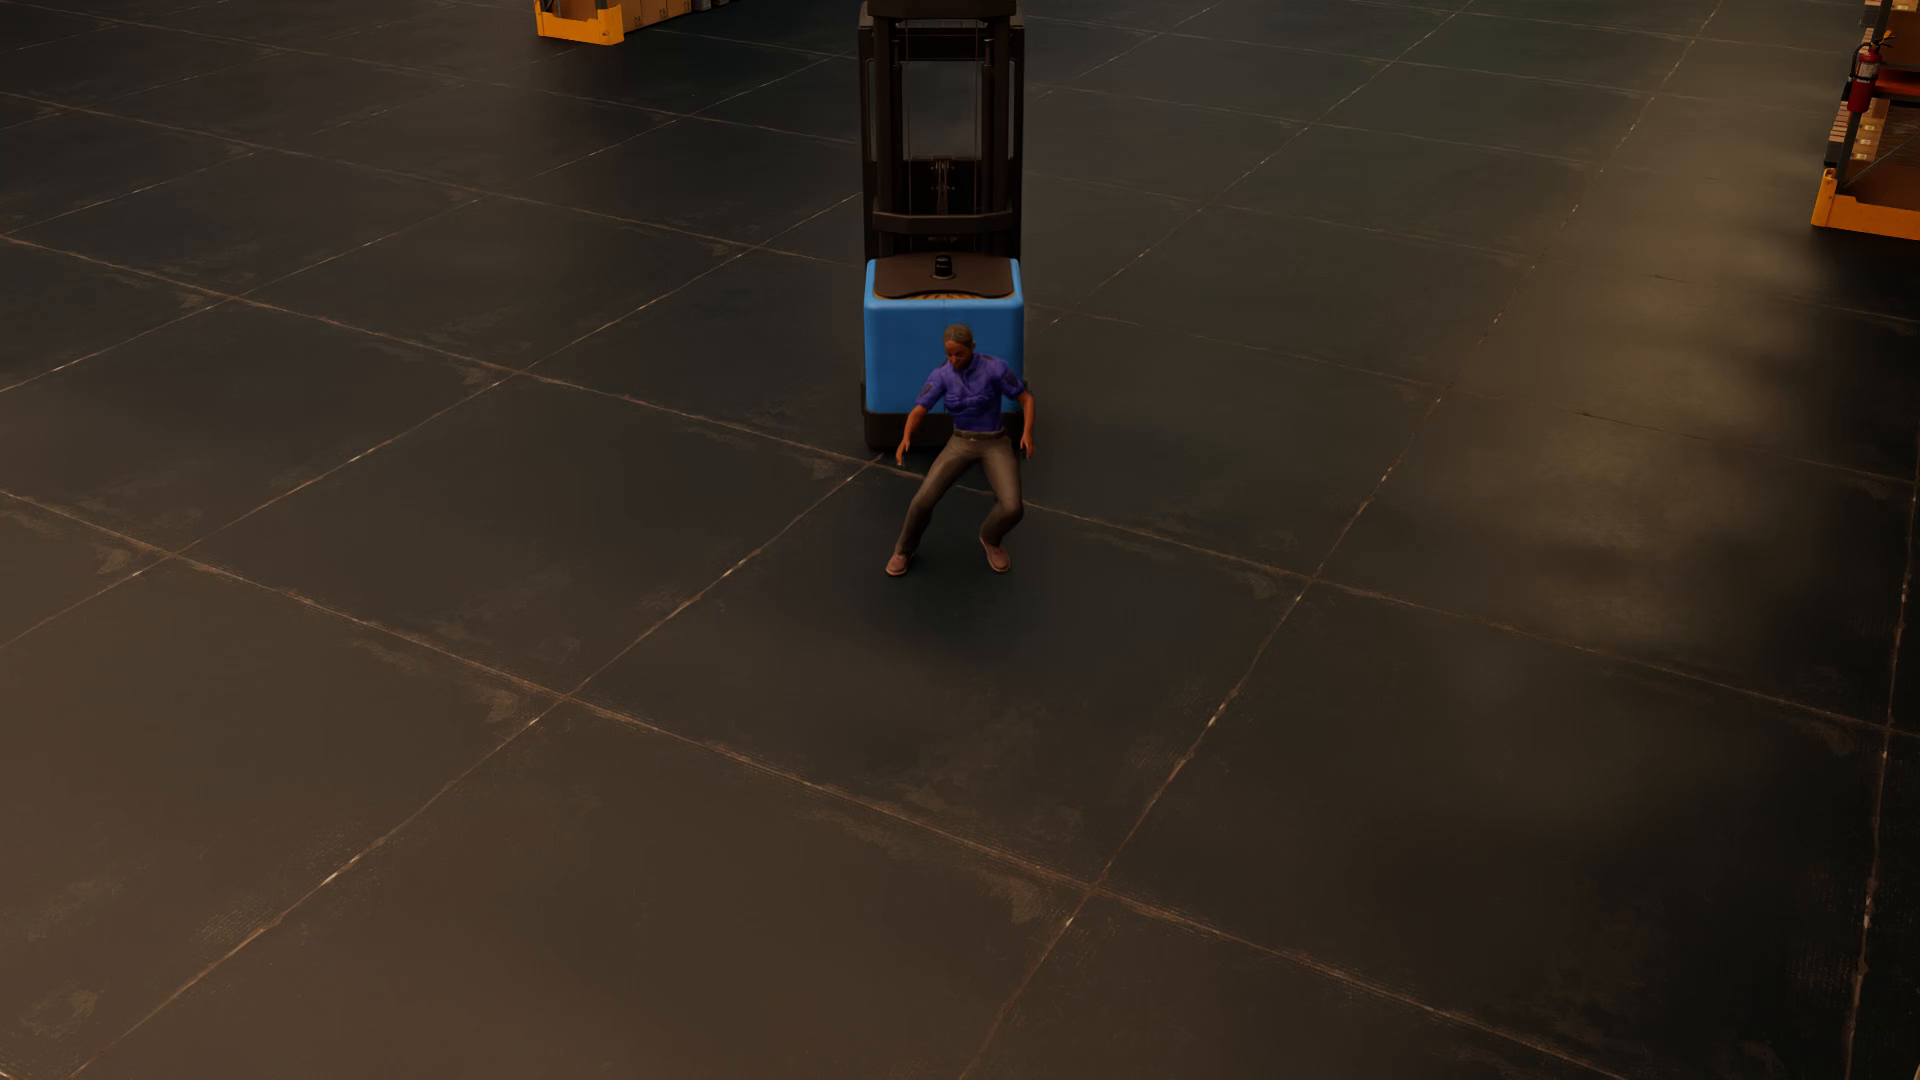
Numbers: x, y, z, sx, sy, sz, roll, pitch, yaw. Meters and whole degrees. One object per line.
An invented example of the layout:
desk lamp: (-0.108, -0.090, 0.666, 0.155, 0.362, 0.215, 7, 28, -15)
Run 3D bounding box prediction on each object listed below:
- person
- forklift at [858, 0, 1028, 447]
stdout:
person: (0.014, -0.469, 9.337, 0.860, 1.475, 0.686, 7, 31, 11)
forklift: (-0.126, -2.580, 11.540, 1.130, 2.935, 3.031, -1, 30, -1)
